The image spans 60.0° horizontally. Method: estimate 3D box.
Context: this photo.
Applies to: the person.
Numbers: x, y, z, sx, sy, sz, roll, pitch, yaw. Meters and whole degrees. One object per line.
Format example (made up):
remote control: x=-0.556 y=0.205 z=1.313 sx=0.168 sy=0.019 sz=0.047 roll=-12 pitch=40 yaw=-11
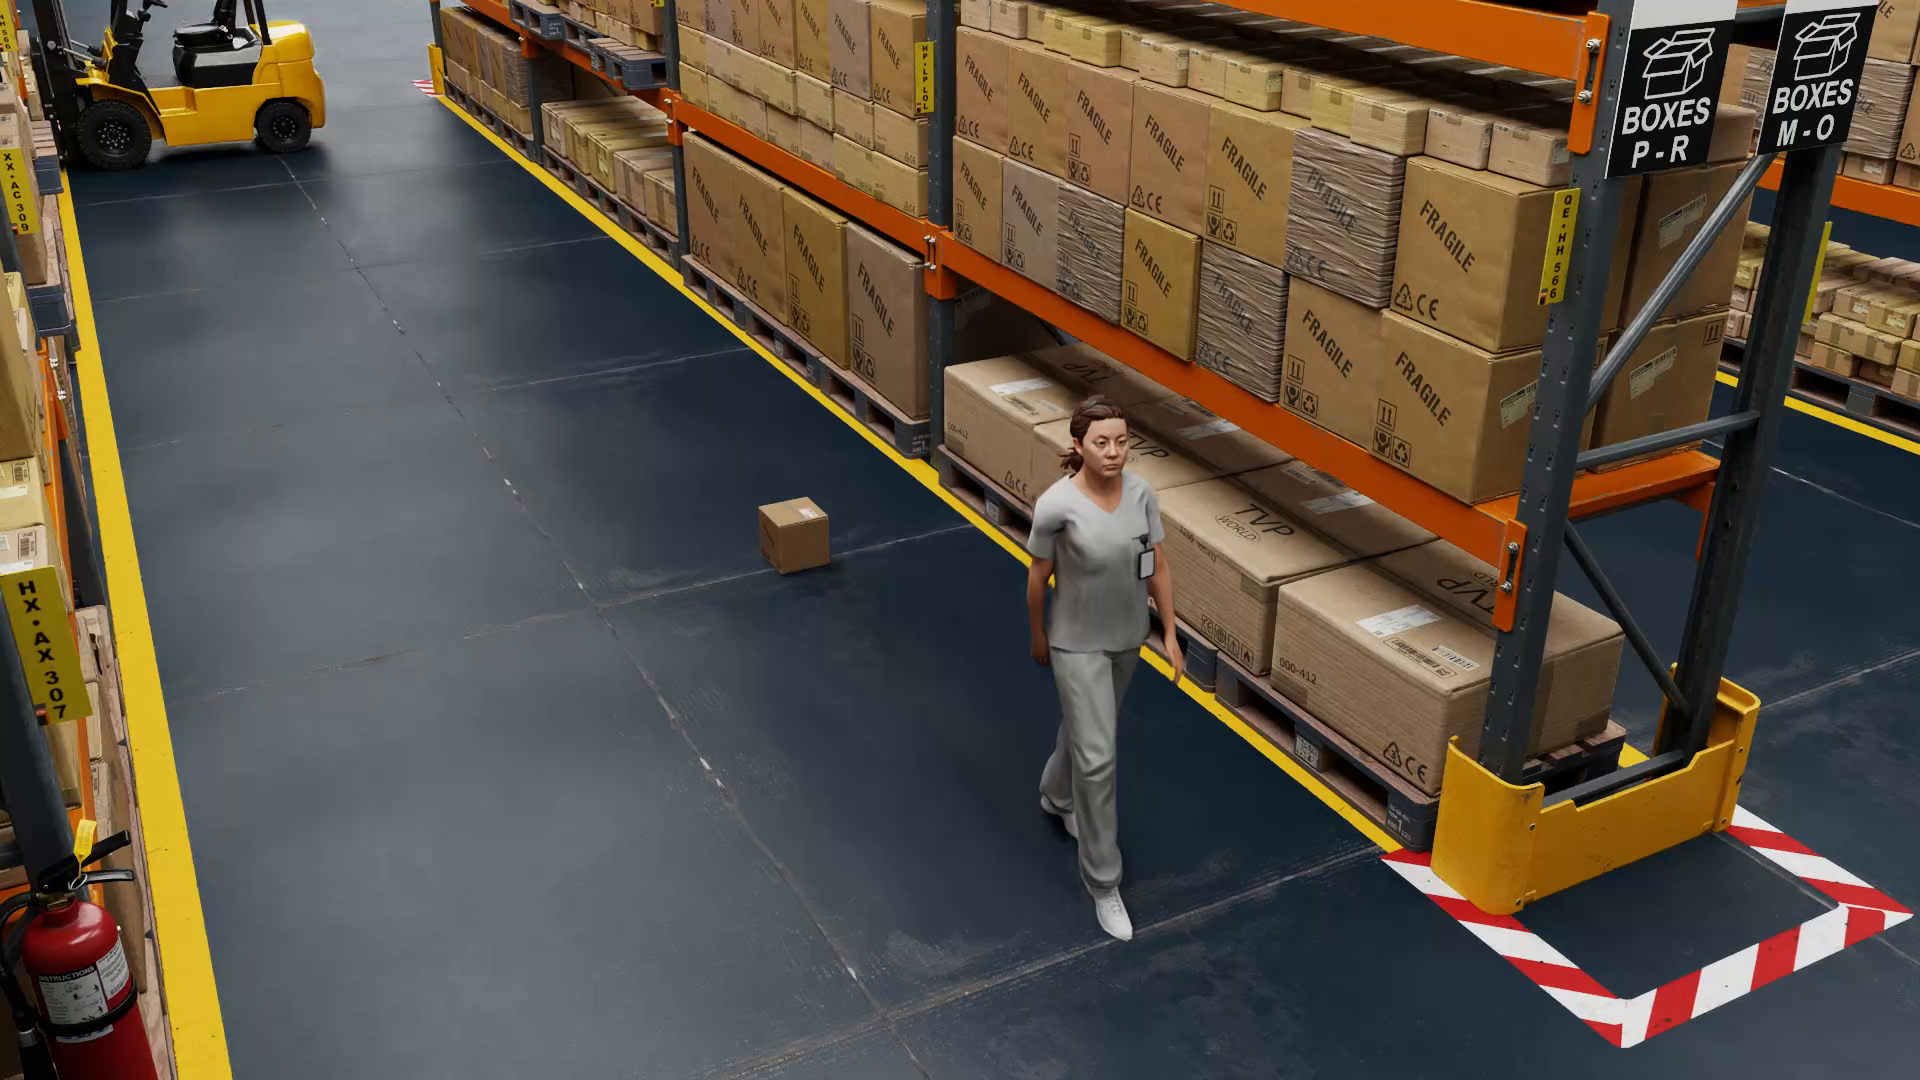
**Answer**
person: x=0.488 y=0.371 z=5.358 sx=0.446 sy=1.700 sz=0.756 roll=-13 pitch=29 yaw=-25
